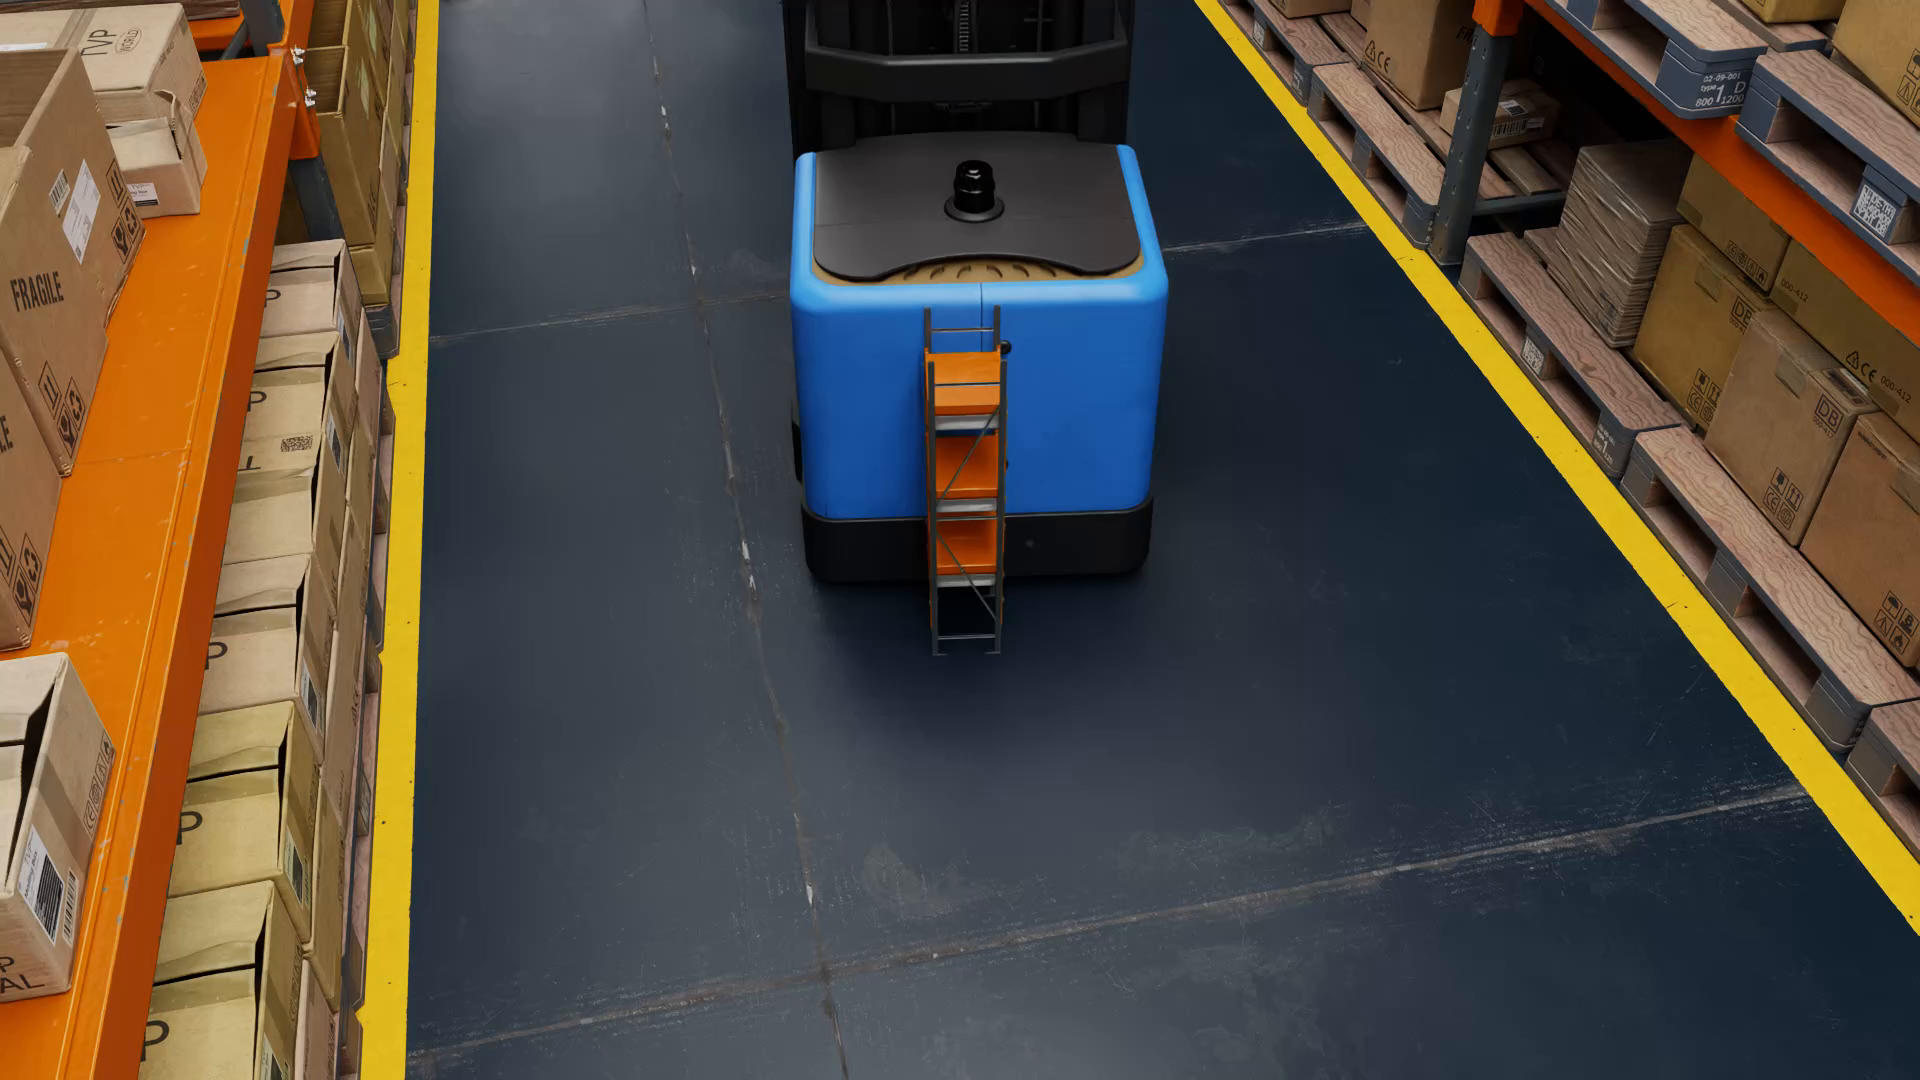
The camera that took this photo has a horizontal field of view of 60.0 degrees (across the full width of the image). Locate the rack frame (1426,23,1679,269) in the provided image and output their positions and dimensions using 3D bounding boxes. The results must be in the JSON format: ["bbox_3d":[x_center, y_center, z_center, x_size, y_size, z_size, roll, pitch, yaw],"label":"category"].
[{"bbox_3d":[2.332,-2.284,5.563,1.000,3.000,0.127,-8,42,-9],"label":"rack frame"}]

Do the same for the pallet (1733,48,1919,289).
[{"bbox_3d":[2.728,-0.897,4.145,1.003,0.211,1.213,-8,42,-9],"label":"pallet"}]

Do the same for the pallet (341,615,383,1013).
[{"bbox_3d":[-2.041,0.736,4.262,1.003,0.211,1.213,-8,42,-9],"label":"pallet"}]

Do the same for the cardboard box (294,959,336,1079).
[{"bbox_3d":[-1.577,1.185,3.410,0.500,0.250,0.500,-9,42,-10],"label":"cardboard box"}]

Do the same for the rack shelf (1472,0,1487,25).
[{"bbox_3d":[1.900,-3.311,7.263,1.077,0.370,4.000,-8,42,-9],"label":"rack shelf"}]

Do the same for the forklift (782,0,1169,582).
[{"bbox_3d":[-0.016,-1.934,5.221,1.130,2.935,3.031,-2,42,-2],"label":"forklift"}]

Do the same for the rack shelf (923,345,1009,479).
[{"bbox_3d":[0.013,-0.342,4.433,0.215,0.259,0.240,-2,42,-2],"label":"rack shelf"}]

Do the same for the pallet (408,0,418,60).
[{"bbox_3d":[-3.162,-2.632,8.056,1.003,0.211,1.213,-8,42,-9],"label":"pallet"}]

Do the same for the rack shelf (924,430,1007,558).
[{"bbox_3d":[0.013,-0.130,4.622,0.215,0.259,0.240,-2,42,-2],"label":"rack shelf"}]

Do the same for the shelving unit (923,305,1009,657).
[{"bbox_3d":[0.013,-0.138,4.615,0.215,1.050,0.252,-2,42,-2],"label":"shelving unit"}]

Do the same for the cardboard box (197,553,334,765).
[{"bbox_3d":[-1.809,0.298,3.987,0.500,0.311,0.500,-9,42,-10],"label":"cardboard box"}]

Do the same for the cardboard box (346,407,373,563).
[{"bbox_3d":[-2.025,-0.145,4.909,0.500,0.250,0.500,-9,42,-10],"label":"cardboard box"}]

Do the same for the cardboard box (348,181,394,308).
[{"bbox_3d":[-2.309,-1.044,5.922,0.500,0.250,0.500,-8,42,-9],"label":"cardboard box"}]

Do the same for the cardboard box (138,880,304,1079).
[{"bbox_3d":[-1.589,0.962,3.239,0.500,0.311,0.500,-9,42,-10],"label":"cardboard box"}]

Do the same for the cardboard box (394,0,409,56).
[{"bbox_3d":[-2.734,-2.342,7.383,0.500,0.250,0.500,-8,42,-9],"label":"cardboard box"}]

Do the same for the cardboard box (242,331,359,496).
[{"bbox_3d":[-2.019,-0.352,4.720,0.500,0.311,0.500,-7,42,-8],"label":"cardboard box"}]

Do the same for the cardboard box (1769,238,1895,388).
[{"bbox_3d":[2.721,-0.698,4.763,0.500,0.250,0.500,-9,42,-11],"label":"cardboard box"}]

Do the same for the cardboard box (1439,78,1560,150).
[{"bbox_3d":[2.187,-1.731,6.744,0.380,0.166,0.250,-14,43,-15],"label":"cardboard box"}]

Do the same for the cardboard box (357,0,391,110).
[{"bbox_3d":[-2.515,-1.974,6.405,0.500,0.500,0.500,-8,42,-9],"label":"cardboard box"}]

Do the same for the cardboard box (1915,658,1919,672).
[{"bbox_3d":[2.991,0.269,4.238,0.700,0.500,0.500,-8,42,-9],"label":"cardboard box"}]

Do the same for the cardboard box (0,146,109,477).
[{"bbox_3d":[-2.133,-0.443,3.414,0.500,0.500,0.500,-8,42,-9],"label":"cardboard box"}]

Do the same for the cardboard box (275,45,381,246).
[{"bbox_3d":[-2.299,-1.326,5.675,0.500,0.500,0.500,-8,42,-9],"label":"cardboard box"}]

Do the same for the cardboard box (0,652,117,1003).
[{"bbox_3d":[-1.645,0.447,2.554,0.500,0.311,0.500,-9,42,-10],"label":"cardboard box"}]

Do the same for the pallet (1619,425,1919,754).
[{"bbox_3d":[2.768,0.056,5.028,1.003,0.211,1.213,-8,42,-9],"label":"pallet"}]

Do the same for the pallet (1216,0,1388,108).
[{"bbox_3d":[1.885,-2.464,7.866,1.003,0.211,1.213,-8,42,-9],"label":"pallet"}]

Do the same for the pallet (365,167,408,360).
[{"bbox_3d":[-2.635,-1.050,6.274,1.003,0.211,1.213,-8,42,-9],"label":"pallet"}]

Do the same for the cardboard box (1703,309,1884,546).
[{"bbox_3d":[2.738,-0.375,4.964,0.700,0.500,0.500,-8,42,-9],"label":"cardboard box"}]

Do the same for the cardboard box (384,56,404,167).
[{"bbox_3d":[-2.514,-1.694,6.654,0.500,0.250,0.500,-8,42,-9],"label":"cardboard box"}]

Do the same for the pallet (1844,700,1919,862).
[{"bbox_3d":[3.028,0.845,4.139,1.003,0.211,1.213,-8,42,-9],"label":"pallet"}]

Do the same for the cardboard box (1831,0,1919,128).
[{"bbox_3d":[2.694,-1.365,4.122,0.700,0.500,0.500,-3,42,-3],"label":"cardboard box"}]

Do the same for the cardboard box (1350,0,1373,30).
[{"bbox_3d":[2.006,-2.422,7.535,0.380,0.149,0.250,-12,43,-13],"label":"cardboard box"}]

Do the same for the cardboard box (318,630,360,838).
[{"bbox_3d":[-1.805,0.517,4.163,0.500,0.250,0.500,-8,42,-8],"label":"cardboard box"}]

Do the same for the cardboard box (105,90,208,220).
[{"bbox_3d":[-2.136,-0.978,4.193,0.396,0.266,0.258,-9,42,-10],"label":"cardboard box"}]

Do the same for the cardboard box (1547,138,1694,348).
[{"bbox_3d":[2.507,-1.039,5.712,0.700,0.500,0.500,-7,42,-8],"label":"cardboard box"}]

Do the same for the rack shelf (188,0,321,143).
[{"bbox_3d":[-2.936,-2.599,6.460,1.077,0.370,4.000,-8,42,-9],"label":"rack shelf"}]

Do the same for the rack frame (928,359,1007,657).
[{"bbox_3d":[0.019,-0.057,4.523,0.200,1.050,0.008,-2,42,-2],"label":"rack frame"}]
